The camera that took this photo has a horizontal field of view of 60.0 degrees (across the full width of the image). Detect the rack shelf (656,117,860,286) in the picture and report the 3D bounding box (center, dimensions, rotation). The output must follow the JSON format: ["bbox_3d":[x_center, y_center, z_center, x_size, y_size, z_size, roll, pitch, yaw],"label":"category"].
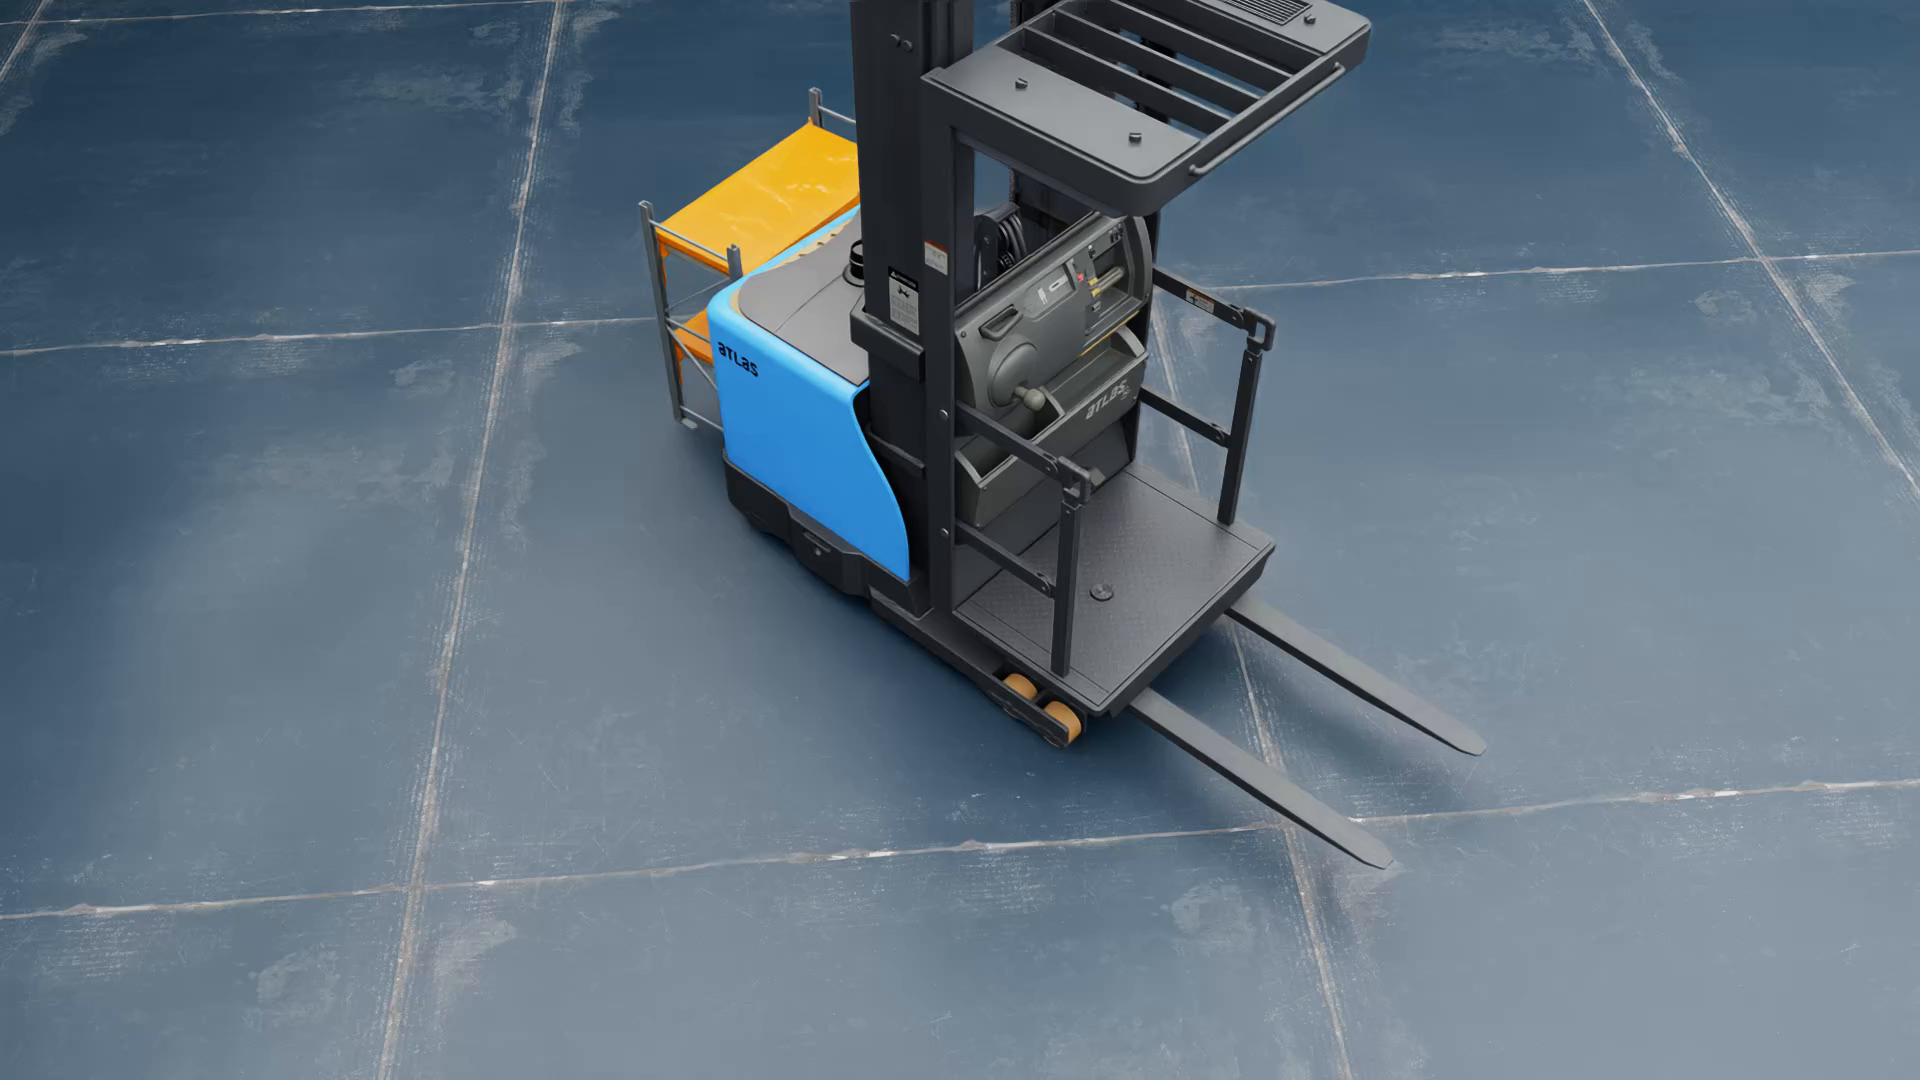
[{"bbox_3d":[-0.731,-1.311,6.814,0.538,0.278,1.000,28,53,24],"label":"rack shelf"}]

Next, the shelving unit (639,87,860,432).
[{"bbox_3d":[-0.731,-1.110,7.026,0.538,1.125,1.048,28,53,24],"label":"shelving unit"}]

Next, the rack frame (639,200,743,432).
[{"bbox_3d":[-1.036,-0.814,6.746,0.500,1.125,0.032,28,53,24],"label":"rack frame"}]

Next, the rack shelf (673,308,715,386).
[{"bbox_3d":[-0.731,-0.942,7.204,0.538,0.278,1.000,28,53,24],"label":"rack shelf"}]

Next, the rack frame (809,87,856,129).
[{"bbox_3d":[-0.427,-1.405,7.306,0.500,1.125,0.032,28,53,24],"label":"rack frame"}]

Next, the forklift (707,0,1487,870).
[{"bbox_3d":[0.482,-0.694,5.389,3.031,2.935,1.130,33,55,27],"label":"forklift"}]
